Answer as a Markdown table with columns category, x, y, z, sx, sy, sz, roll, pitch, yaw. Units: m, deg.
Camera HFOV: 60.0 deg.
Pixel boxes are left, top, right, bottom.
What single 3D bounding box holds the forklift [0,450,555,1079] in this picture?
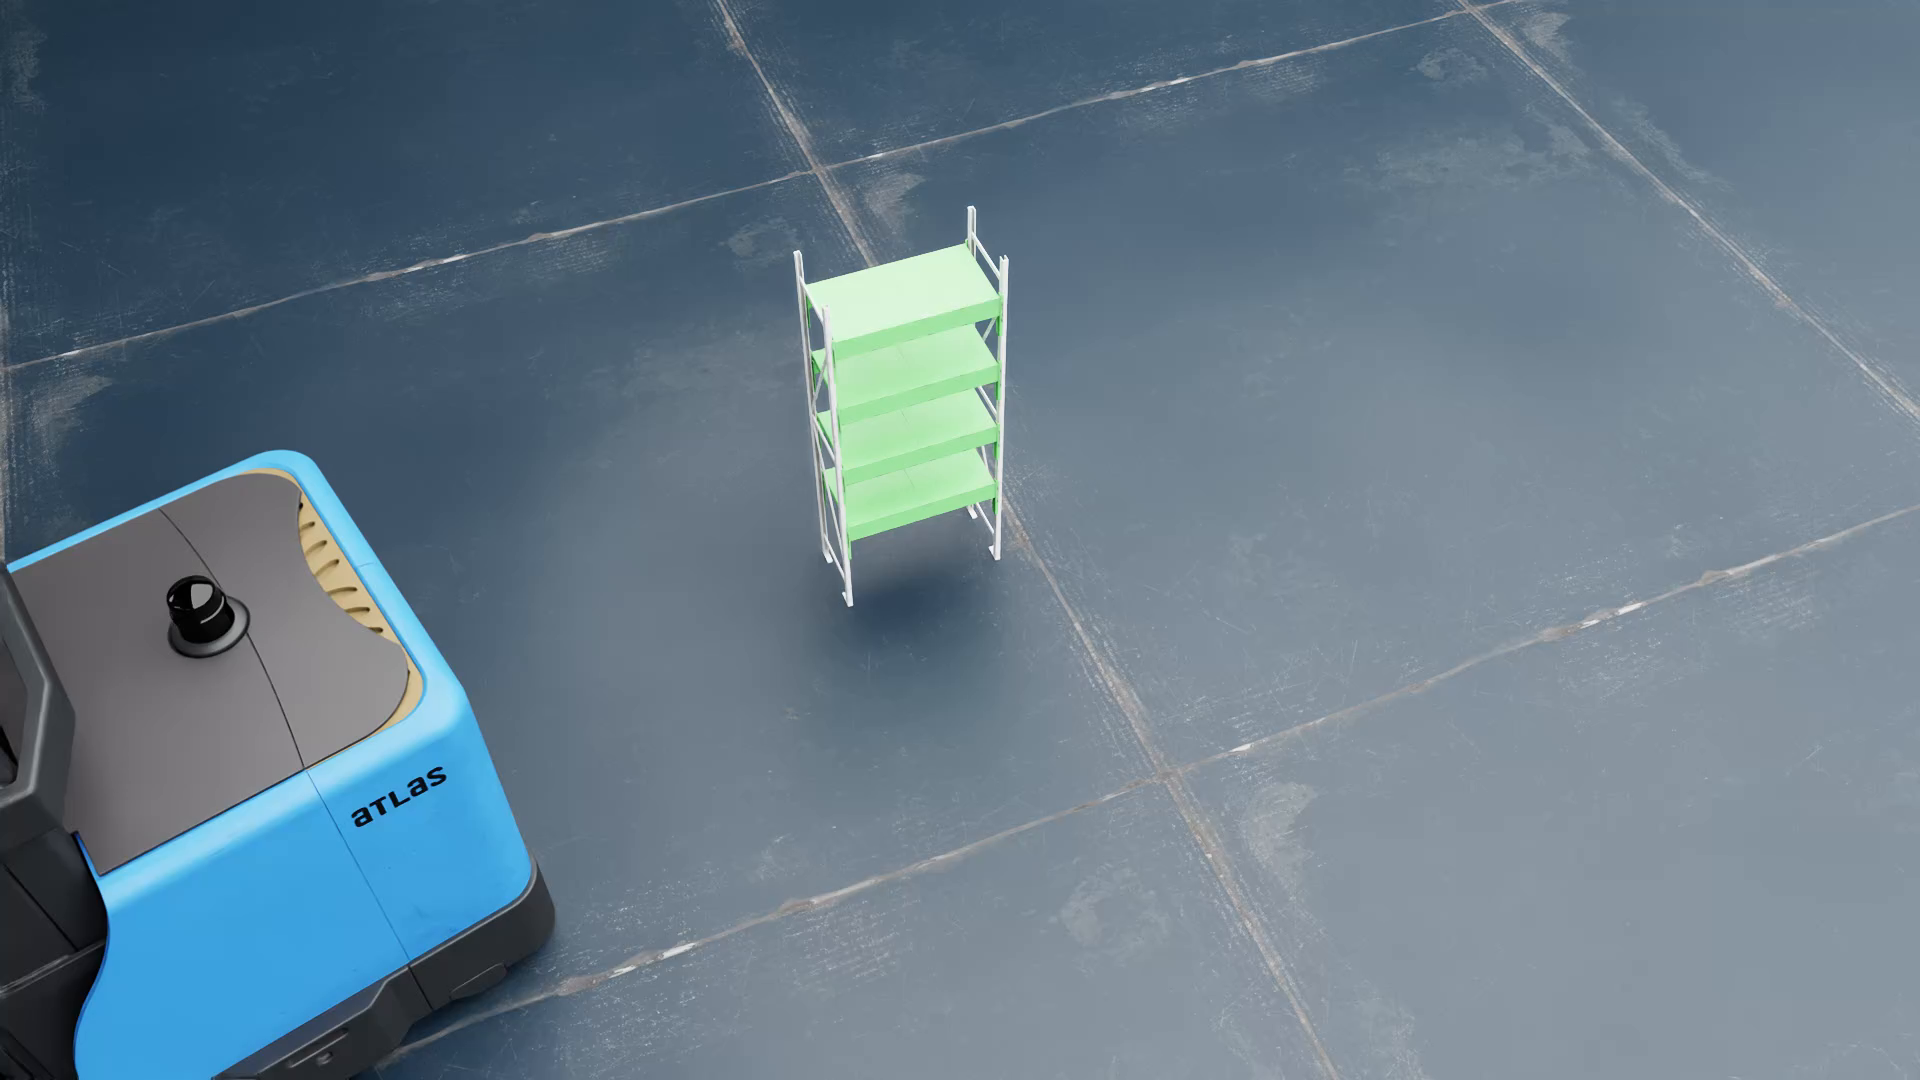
| category | x | y | z | sx | sy | sz | roll | pitch | yaw |
| --- | --- | --- | --- | --- | --- | --- | --- | --- | --- |
| forklift | -2.539 | 0.456 | 2.927 | 3.031 | 2.935 | 1.130 | -29 | 55 | -23 |

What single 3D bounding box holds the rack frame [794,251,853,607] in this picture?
| category | x | y | z | sx | sy | sz | roll | pitch | yaw |
| --- | --- | --- | --- | --- | --- | --- | --- | --- | --- |
| rack frame | -0.379 | -0.273 | 4.694 | 0.015 | 1.200 | 0.240 | -17 | 52 | -14 |

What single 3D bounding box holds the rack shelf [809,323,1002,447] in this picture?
| category | x | y | z | sx | sy | sz | roll | pitch | yaw |
| --- | --- | --- | --- | --- | --- | --- | --- | --- | --- |
| rack shelf | -0.153 | -0.458 | 4.620 | 0.480 | 0.148 | 0.258 | -17 | 52 | -14 |

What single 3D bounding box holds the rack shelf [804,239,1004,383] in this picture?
| category | x | y | z | sx | sy | sz | roll | pitch | yaw |
| --- | --- | --- | --- | --- | --- | --- | --- | --- | --- |
| rack shelf | -0.153 | -0.615 | 4.438 | 0.480 | 0.148 | 0.258 | -17 | 52 | -14 |

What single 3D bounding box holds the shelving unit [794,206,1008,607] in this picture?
| category | x | y | z | sx | sy | sz | roll | pitch | yaw |
| --- | --- | --- | --- | --- | --- | --- | --- | --- | --- |
| shelving unit | -0.153 | -0.343 | 4.754 | 0.503 | 1.200 | 0.258 | -17 | 52 | -14 |

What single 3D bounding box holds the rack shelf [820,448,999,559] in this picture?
| category | x | y | z | sx | sy | sz | roll | pitch | yaw |
| --- | --- | --- | --- | --- | --- | --- | --- | --- | --- |
| rack shelf | -0.153 | -0.145 | 4.985 | 0.480 | 0.148 | 0.258 | -17 | 52 | -14 |

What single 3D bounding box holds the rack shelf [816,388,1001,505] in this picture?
| category | x | y | z | sx | sy | sz | roll | pitch | yaw |
| --- | --- | --- | --- | --- | --- | --- | --- | --- | --- |
| rack shelf | -0.153 | -0.302 | 4.803 | 0.480 | 0.148 | 0.258 | -17 | 52 | -14 |

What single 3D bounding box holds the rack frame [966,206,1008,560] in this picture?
| category | x | y | z | sx | sy | sz | roll | pitch | yaw |
| --- | --- | --- | --- | --- | --- | --- | --- | --- | --- |
| rack frame | 0.073 | -0.413 | 4.814 | 0.015 | 1.200 | 0.240 | -17 | 52 | -14 |
